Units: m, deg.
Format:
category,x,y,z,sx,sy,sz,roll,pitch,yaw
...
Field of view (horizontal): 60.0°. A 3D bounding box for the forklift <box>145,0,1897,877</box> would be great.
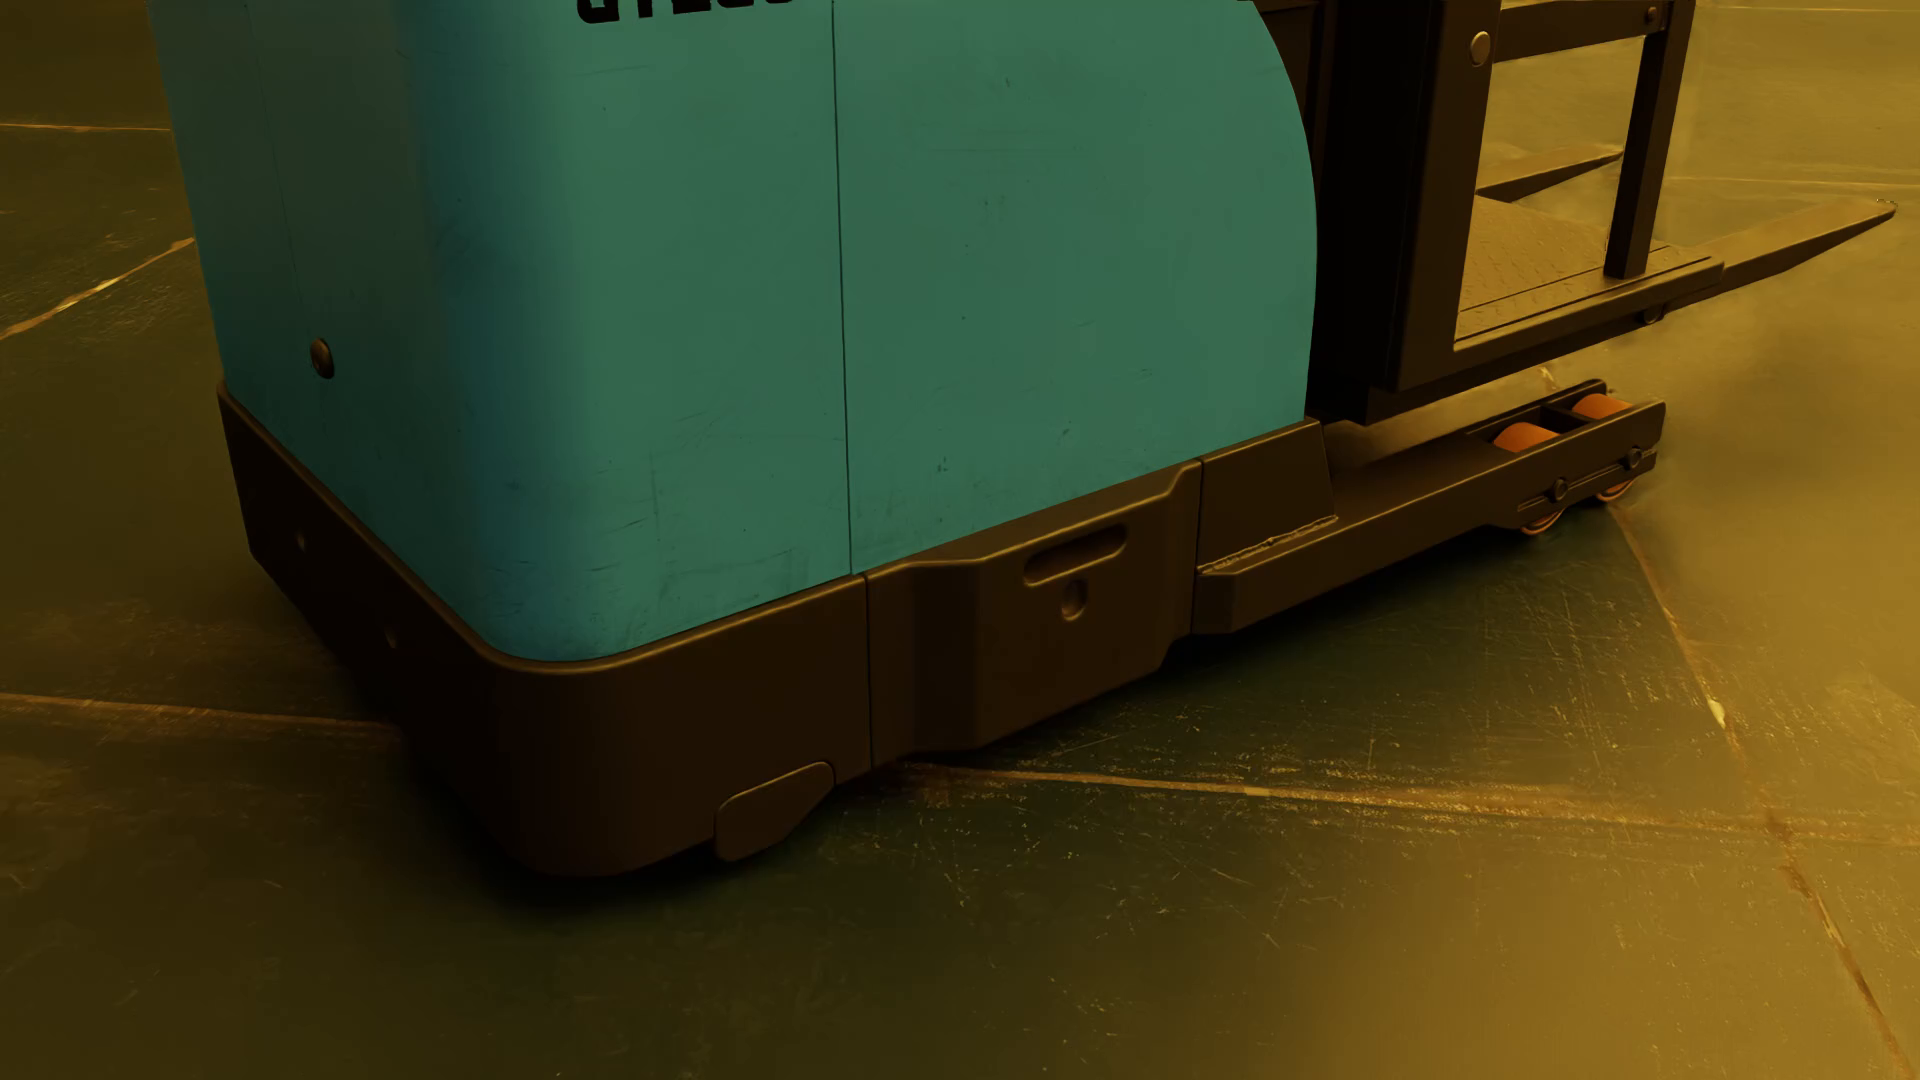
category,x,y,z,sx,sy,sz,roll,pitch,yaw
forklift,0.482,-1.488,2.199,3.031,2.935,1.130,-19,32,-33
